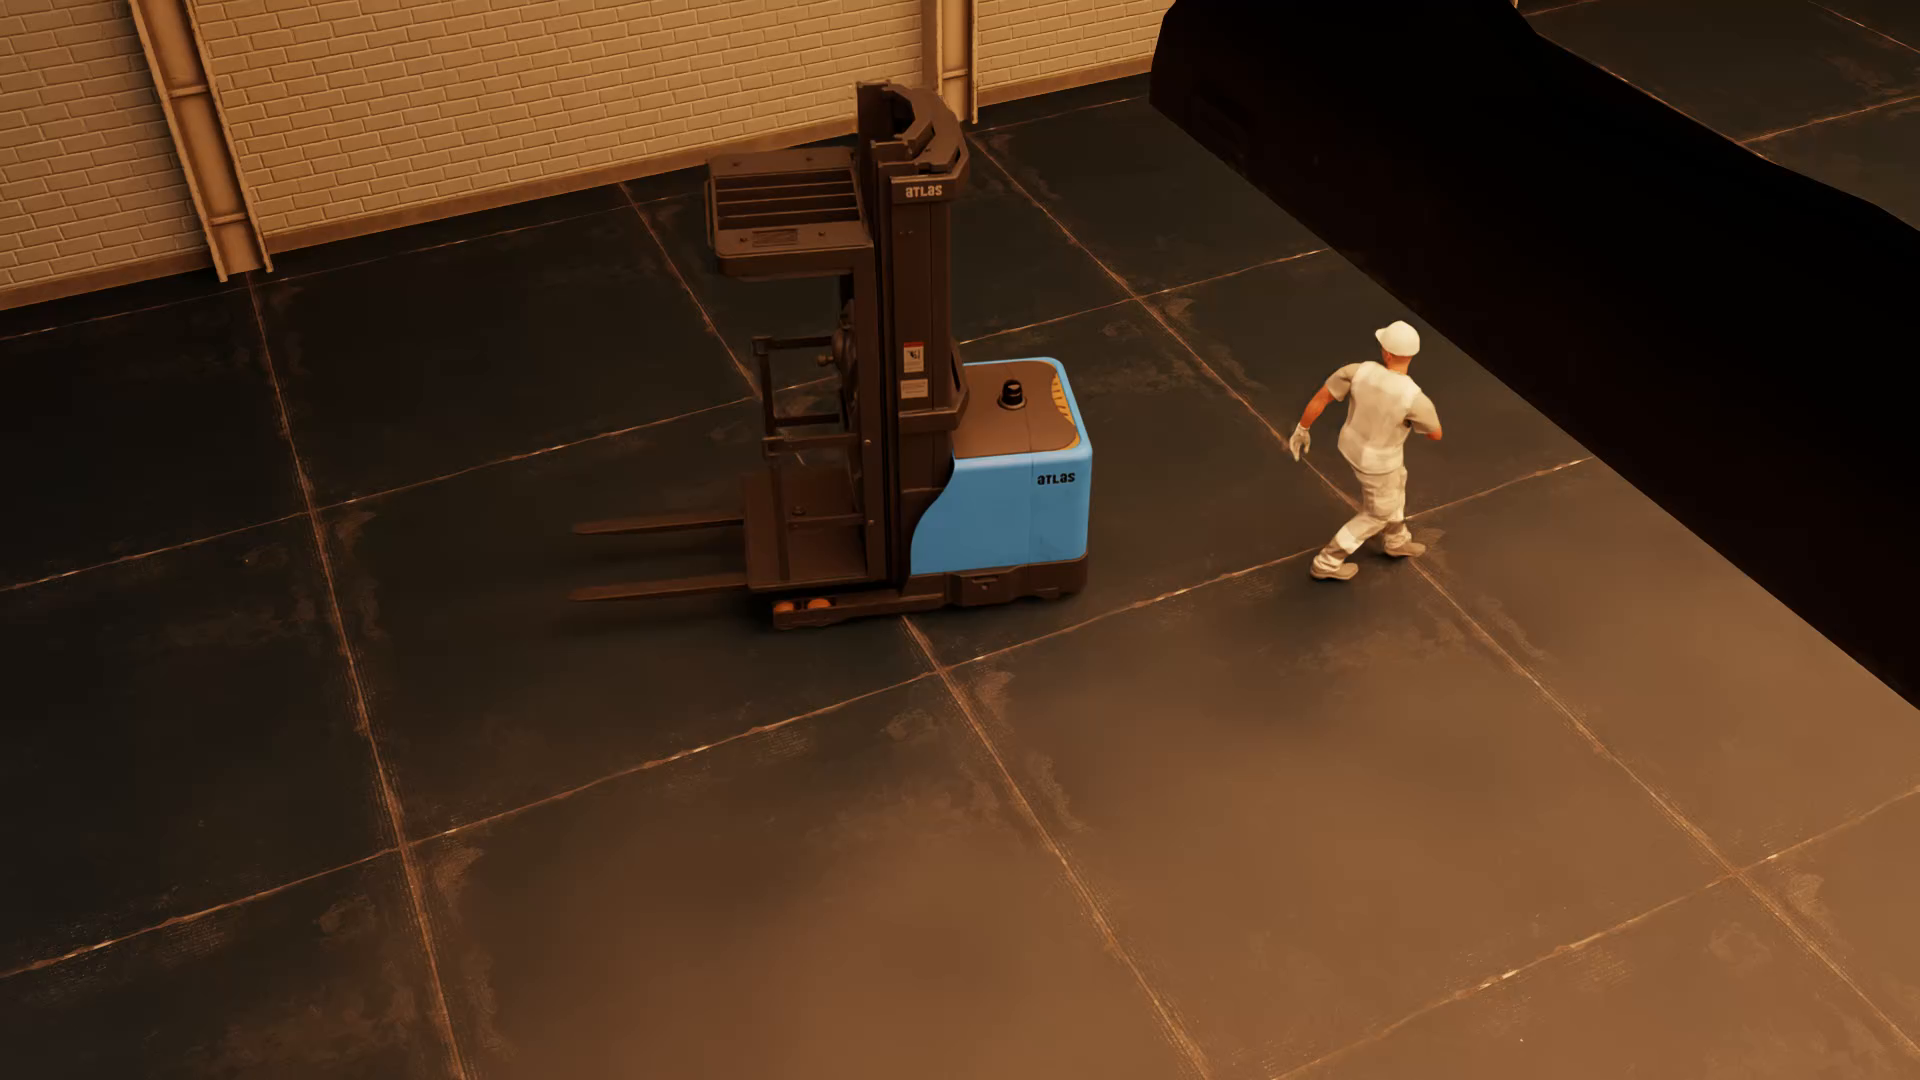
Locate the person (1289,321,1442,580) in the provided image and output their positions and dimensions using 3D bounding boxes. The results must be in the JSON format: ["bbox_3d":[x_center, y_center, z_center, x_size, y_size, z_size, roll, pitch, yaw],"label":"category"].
[{"bbox_3d":[2.420,-0.496,9.583,0.960,1.732,0.570,-15,42,-18],"label":"person"}]

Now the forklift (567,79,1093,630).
[{"bbox_3d":[-0.806,-0.965,9.173,3.031,2.935,1.130,-5,40,-6],"label":"forklift"}]
